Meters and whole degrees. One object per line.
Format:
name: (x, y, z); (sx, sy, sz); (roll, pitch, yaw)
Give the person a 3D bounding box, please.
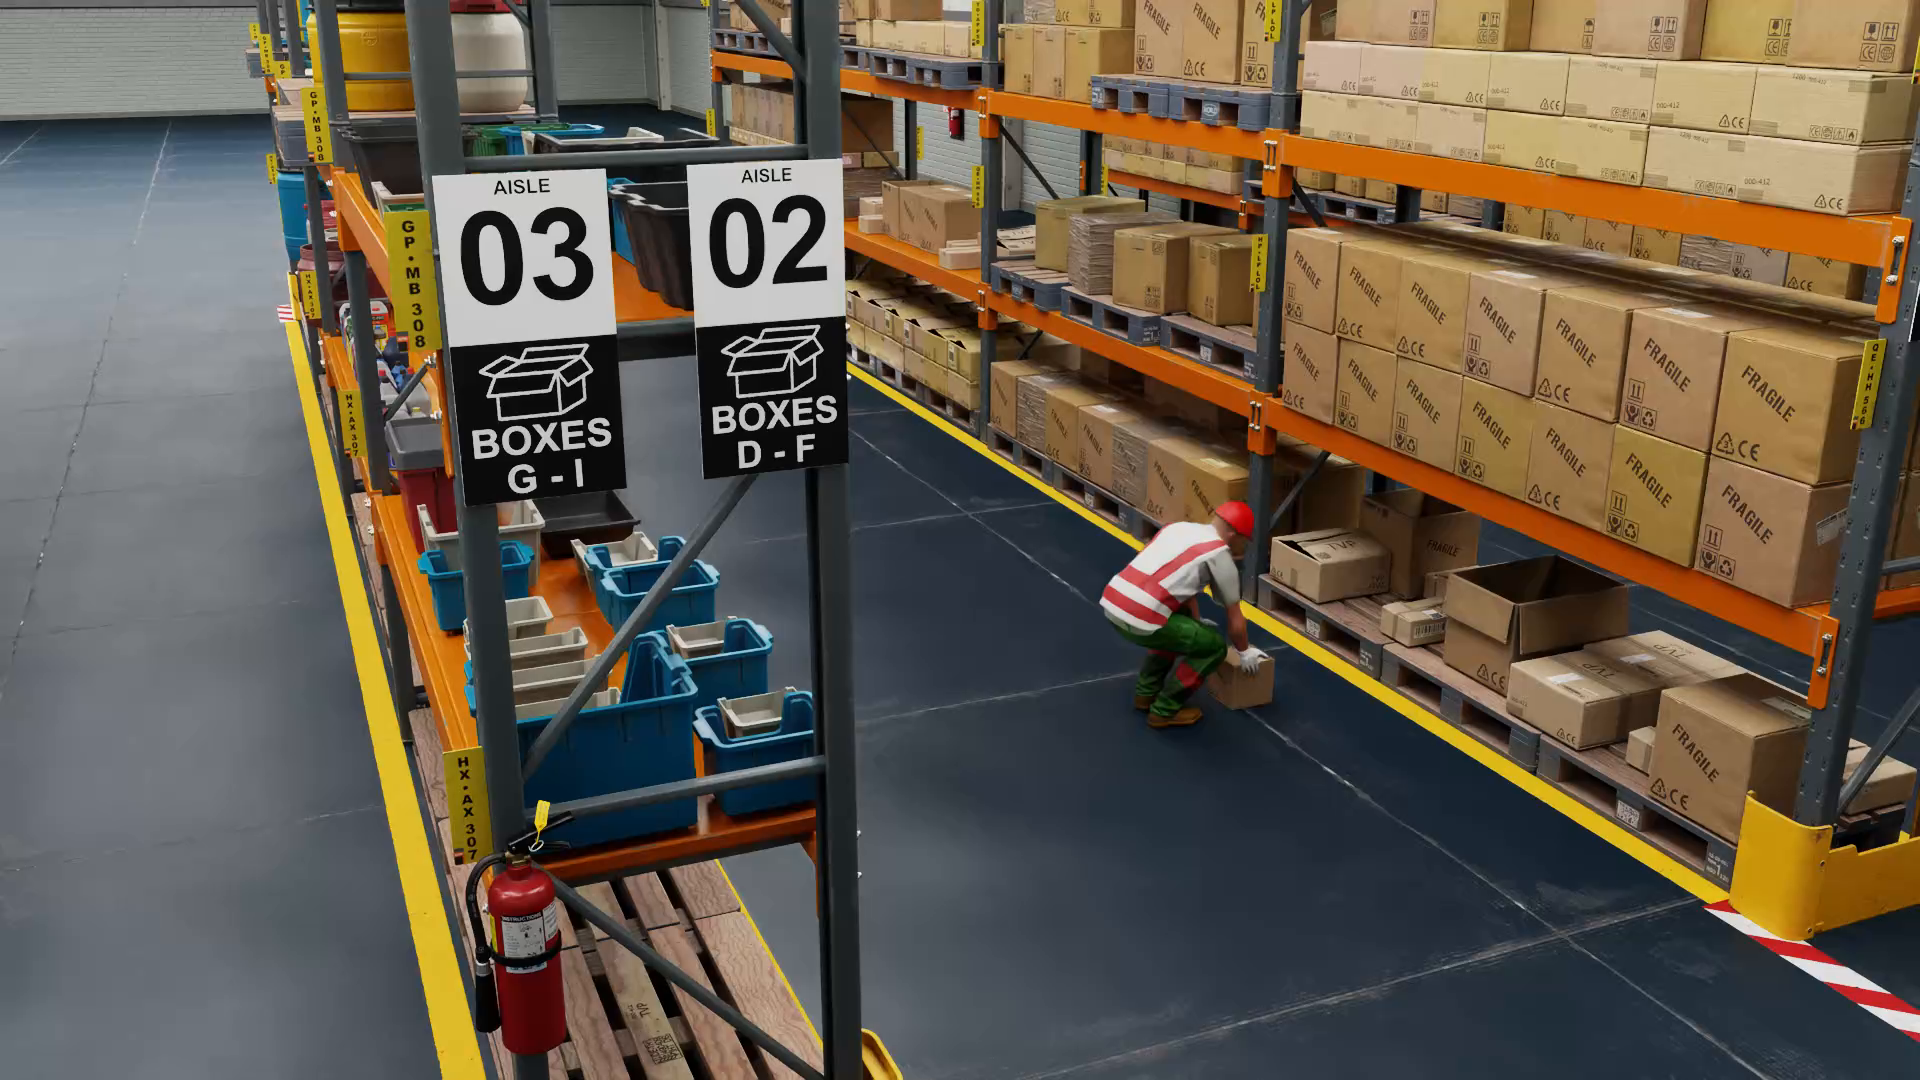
person: (1.124, 0.364, 8.542); (0.866, 1.091, 0.581); (-8, 20, -22)
